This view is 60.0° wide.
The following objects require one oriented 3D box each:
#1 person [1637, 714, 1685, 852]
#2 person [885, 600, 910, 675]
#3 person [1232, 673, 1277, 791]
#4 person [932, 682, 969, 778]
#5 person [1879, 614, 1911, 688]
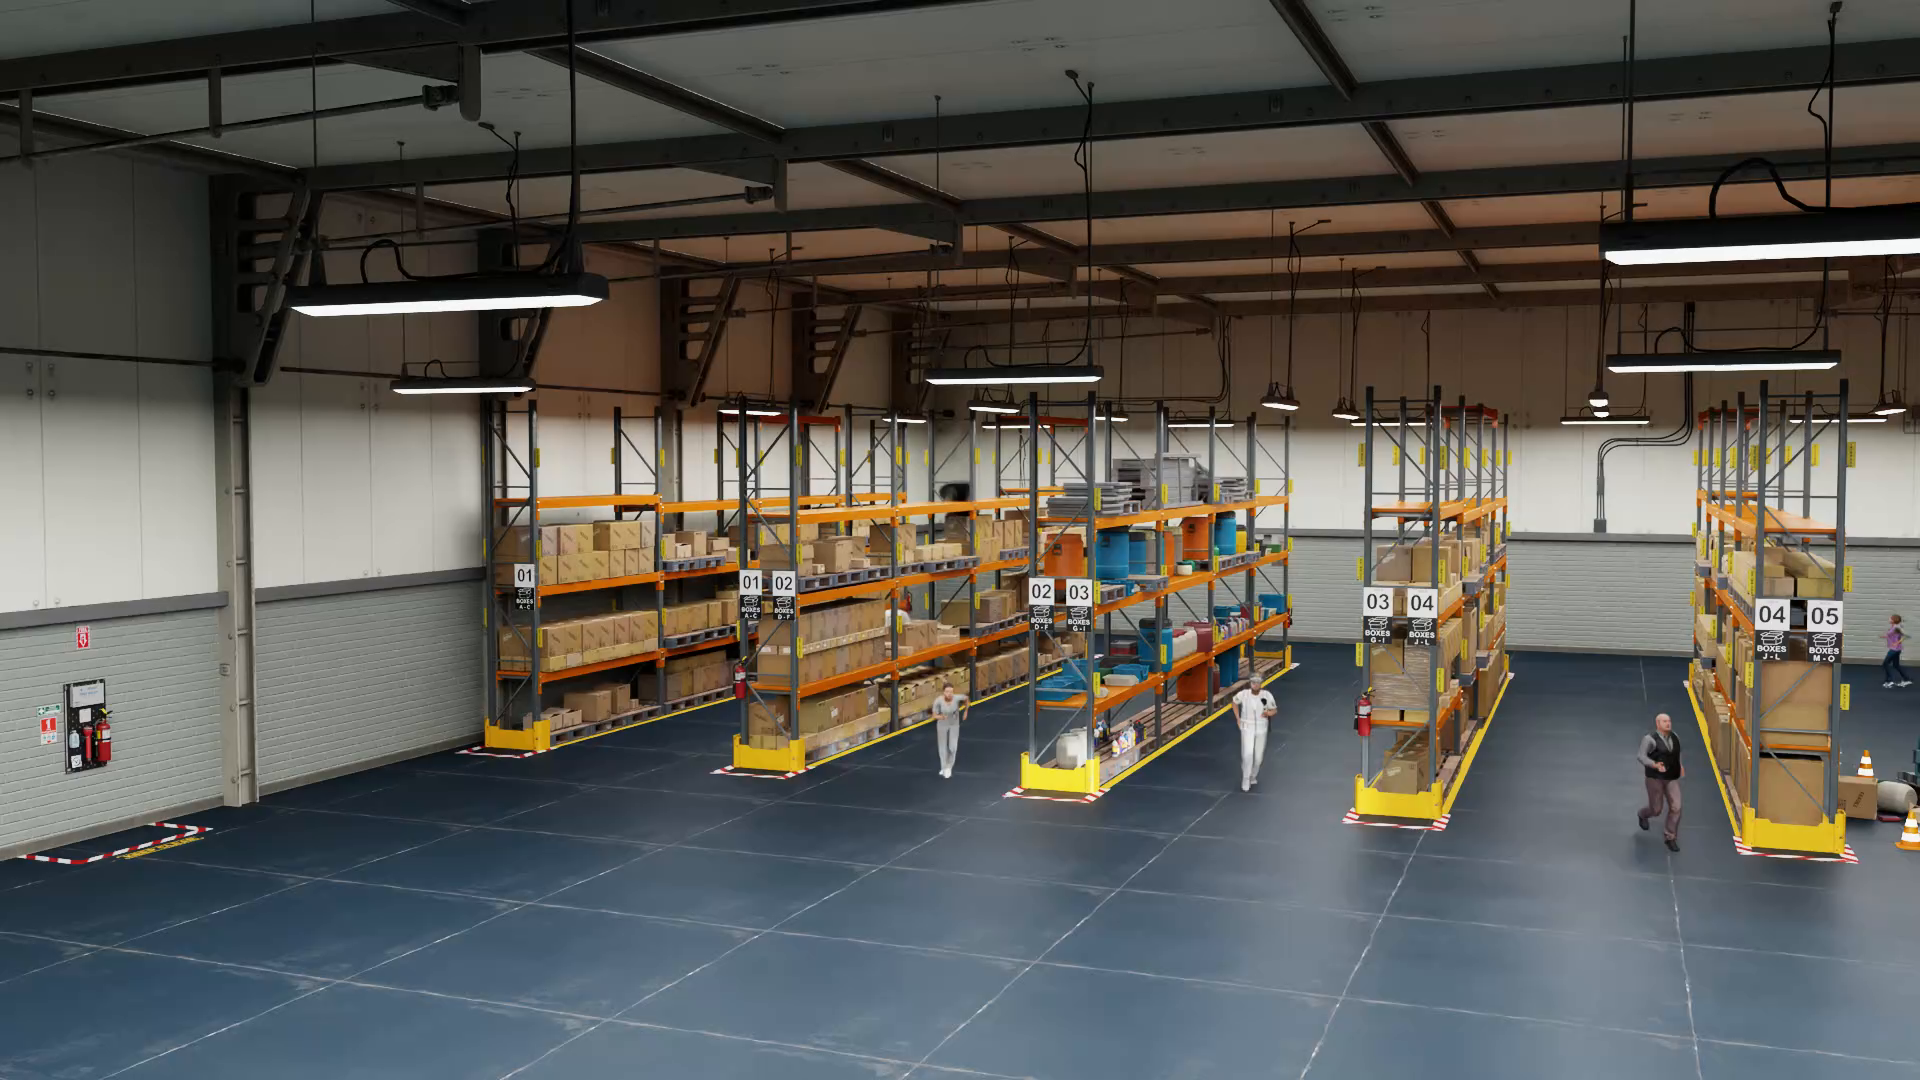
[{"bbox_3d":[9.073,3.106,21.530,0.684,1.735,0.901,0,3,-8],"label":"person"},{"bbox_3d":[-1.424,2.122,35.302,0.705,1.746,0.618,1,3,14],"label":"person"},{"bbox_3d":[4.459,2.893,25.142,0.643,1.810,0.783,0,3,3],"label":"person"},{"bbox_3d":[-0.153,2.941,25.811,0.577,1.535,0.911,0,3,-3],"label":"person"},{"bbox_3d":[20.363,2.428,36.208,0.651,1.639,0.529,1,3,25],"label":"person"}]
